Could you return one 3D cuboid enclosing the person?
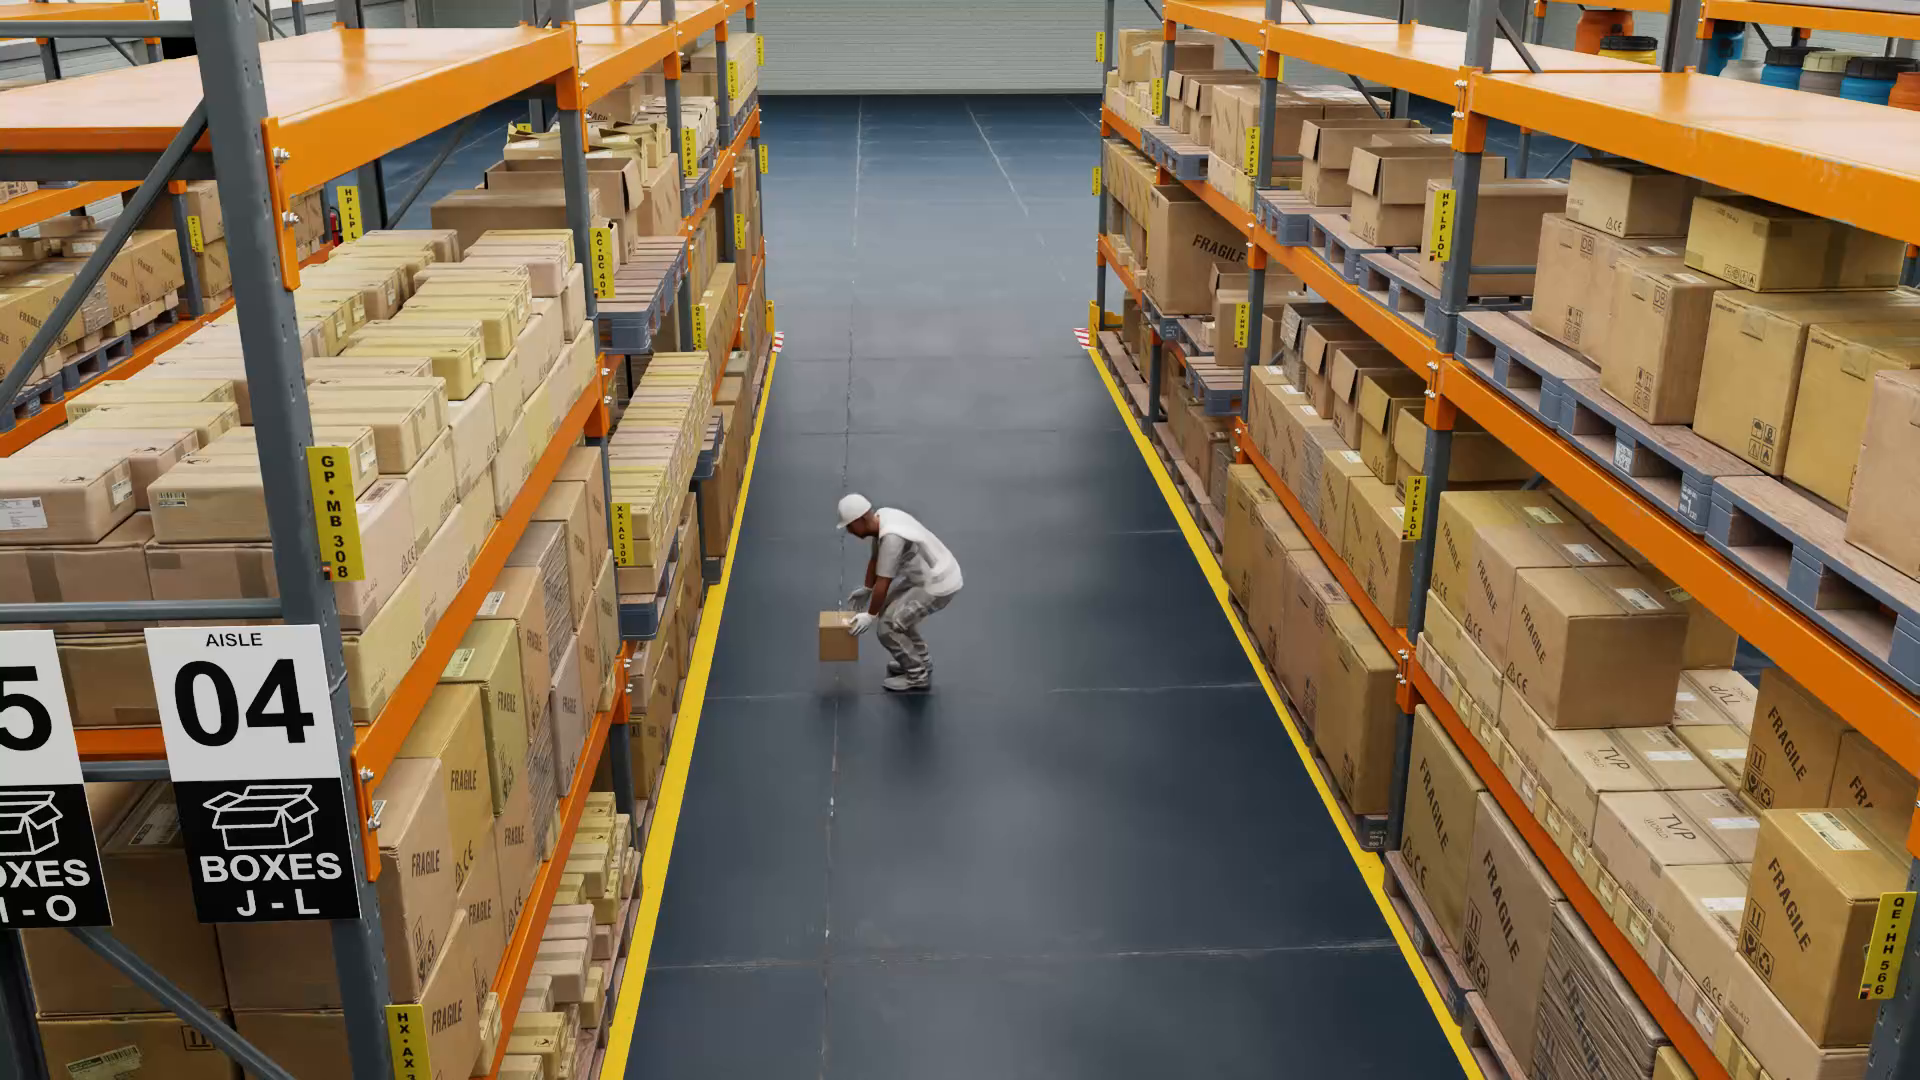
[{"bbox_3d":[-0.386,0.324,10.835,0.813,1.322,0.612,-1,20,-3],"label":"person"}]
